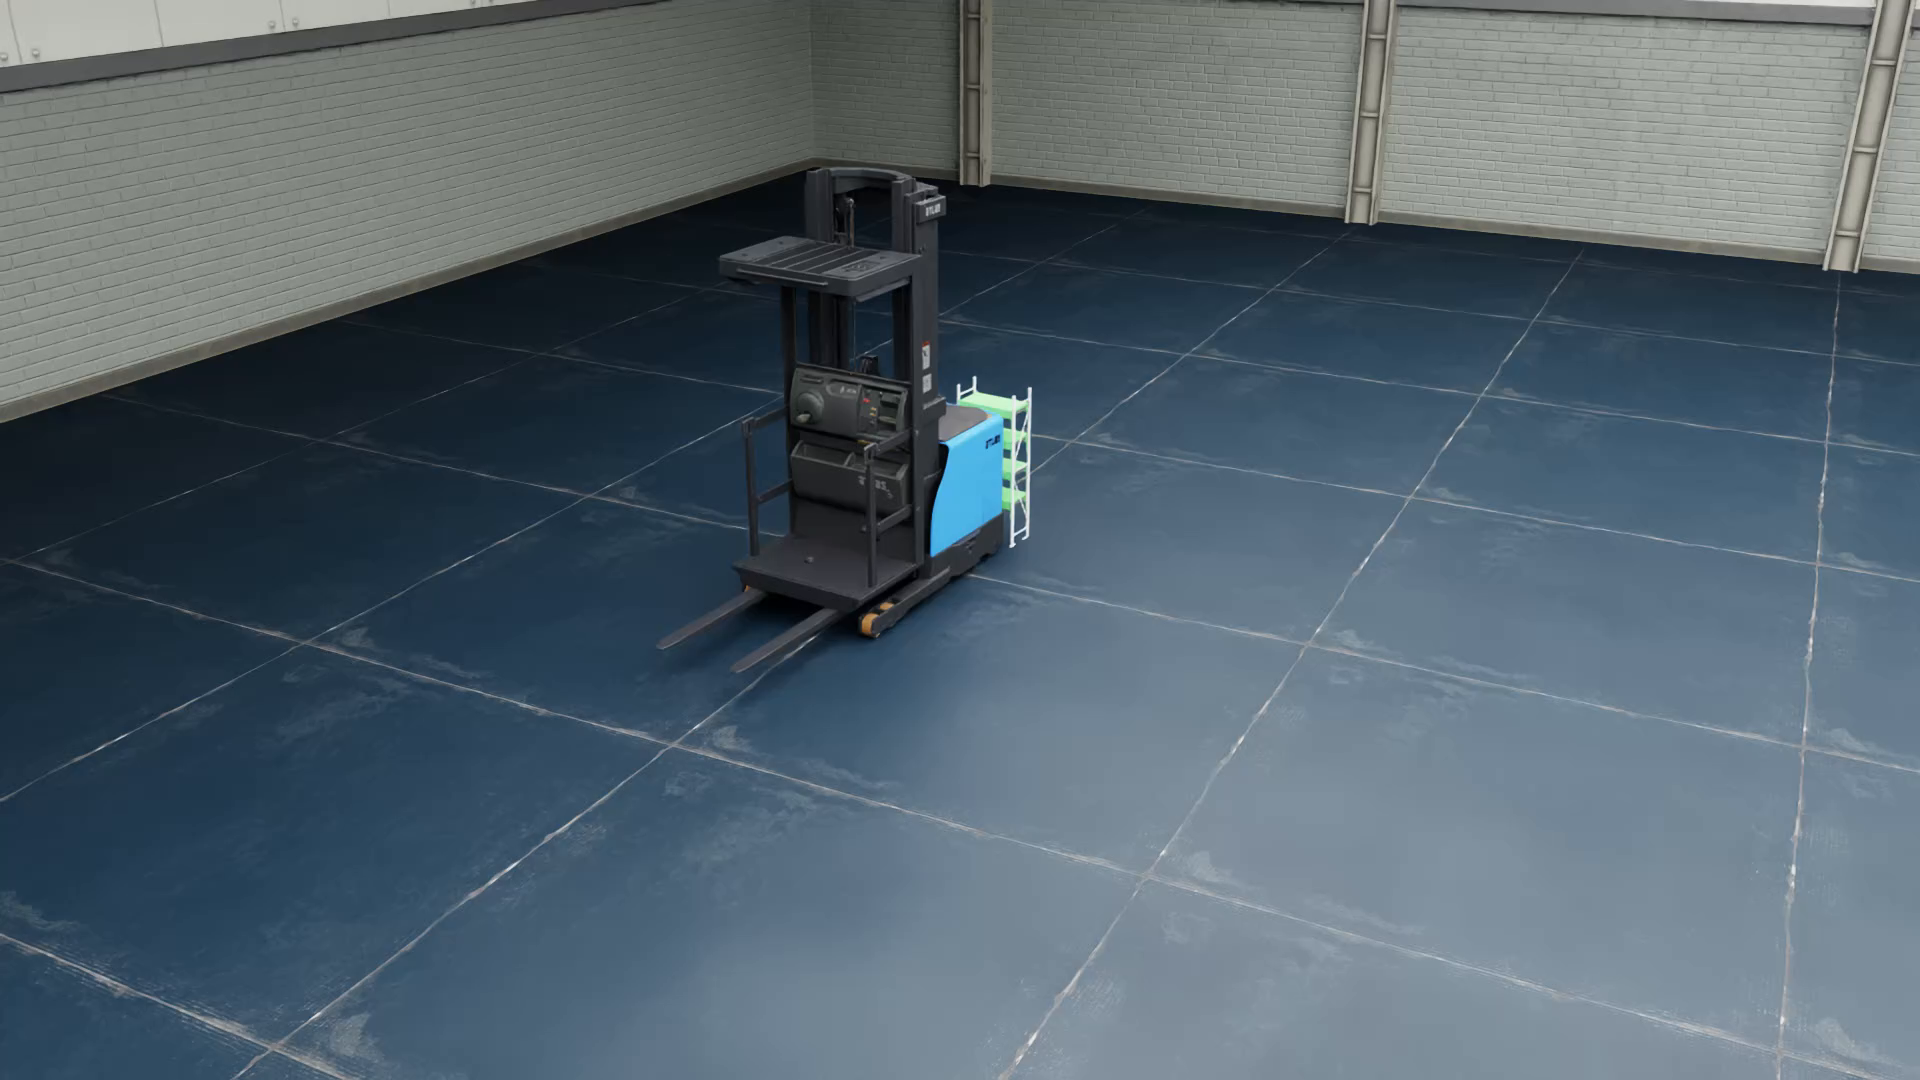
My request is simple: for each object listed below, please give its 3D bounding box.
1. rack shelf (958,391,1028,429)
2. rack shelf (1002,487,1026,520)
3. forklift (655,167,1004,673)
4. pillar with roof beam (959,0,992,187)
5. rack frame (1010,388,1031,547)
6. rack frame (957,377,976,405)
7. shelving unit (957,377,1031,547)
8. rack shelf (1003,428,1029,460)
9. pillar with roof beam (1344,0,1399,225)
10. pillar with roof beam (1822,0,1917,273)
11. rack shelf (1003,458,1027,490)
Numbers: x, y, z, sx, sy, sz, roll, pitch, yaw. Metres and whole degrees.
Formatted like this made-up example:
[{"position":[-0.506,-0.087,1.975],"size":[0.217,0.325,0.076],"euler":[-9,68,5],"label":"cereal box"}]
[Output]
[{"position":[0.253,-0.975,12.446],"size":[0.480,0.148,0.258],"euler":[15,27,31],"label":"rack shelf"},{"position":[0.252,-0.312,12.728],"size":[0.480,0.148,0.258],"euler":[15,27,31],"label":"rack shelf"},{"position":[-0.867,-0.898,11.116],"size":[1.130,2.935,3.031],"euler":[14,27,29],"label":"forklift"},{"position":[-1.706,-8.129,20.365],"size":[0.400,9.000,9.100],"euler":[11,25,25],"label":"pillar with roof beam"},{"position":[0.456,-0.539,12.485],"size":[0.015,1.200,0.240],"euler":[15,27,31],"label":"rack frame"},{"position":[0.049,-0.645,12.733],"size":[0.015,1.200,0.240],"euler":[15,27,31],"label":"rack frame"},{"position":[0.252,-0.592,12.609],"size":[0.503,1.200,0.258],"euler":[15,27,31],"label":"shelving unit"},{"position":[0.252,-0.754,12.540],"size":[0.480,0.148,0.258],"euler":[15,27,31],"label":"rack shelf"},{"position":[3.648,-7.069,17.874],"size":[0.400,9.000,9.100],"euler":[11,25,25],"label":"pillar with roof beam"},{"position":[9.003,-6.010,15.383],"size":[0.400,9.000,9.100],"euler":[11,25,25],"label":"pillar with roof beam"},{"position":[0.252,-0.533,12.634],"size":[0.480,0.148,0.258],"euler":[15,27,31],"label":"rack shelf"}]
